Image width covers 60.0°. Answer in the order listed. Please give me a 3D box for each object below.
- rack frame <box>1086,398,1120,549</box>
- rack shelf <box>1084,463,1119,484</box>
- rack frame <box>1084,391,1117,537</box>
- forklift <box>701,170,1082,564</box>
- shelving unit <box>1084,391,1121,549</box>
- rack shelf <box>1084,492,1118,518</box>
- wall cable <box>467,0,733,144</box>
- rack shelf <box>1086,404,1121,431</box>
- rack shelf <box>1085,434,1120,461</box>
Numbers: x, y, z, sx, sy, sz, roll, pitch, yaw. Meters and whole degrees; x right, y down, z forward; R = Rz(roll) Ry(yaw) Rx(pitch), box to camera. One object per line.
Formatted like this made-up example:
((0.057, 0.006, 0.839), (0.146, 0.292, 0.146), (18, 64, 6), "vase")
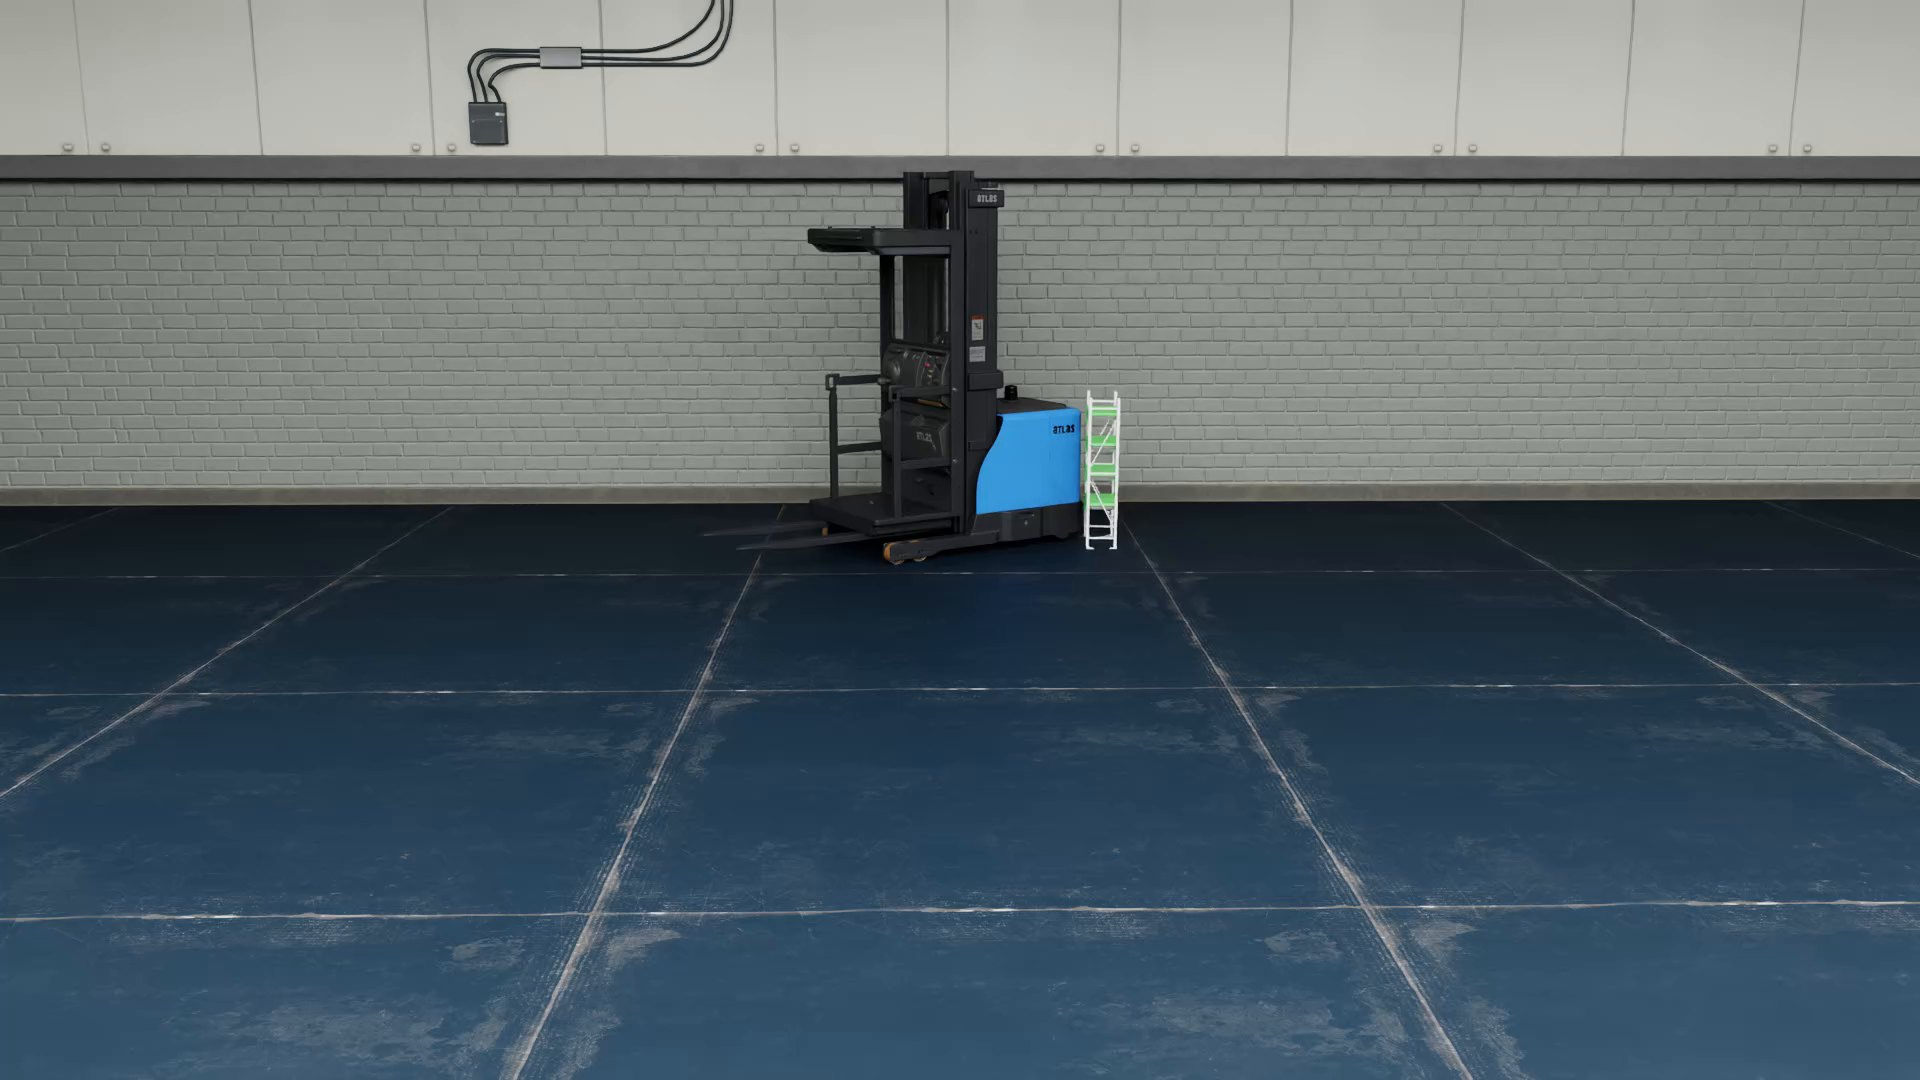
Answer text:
((1.127, -0.523, 13.112), (0.240, 1.200, 0.015), (1, 12, 2), "rack frame")
((1.136, -0.509, 13.363), (0.258, 0.148, 0.480), (1, 12, 2), "rack shelf")
((1.147, -0.620, 13.590), (0.240, 1.200, 0.015), (1, 12, 2), "rack frame")
((-0.524, -1.370, 12.938), (3.031, 2.935, 1.130), (-7, 14, -32), "forklift")
((1.137, -0.571, 13.351), (0.258, 1.200, 0.503), (1, 12, 2), "shelving unit")
((1.134, -0.273, 13.411), (0.258, 0.148, 0.480), (1, 12, 2), "rack shelf")
((-3.105, -6.400, 13.918), (2.305, 6.003, 0.169), (0, 11, -1), "wall cable")
((1.141, -0.979, 13.268), (0.258, 0.148, 0.480), (1, 12, 2), "rack shelf")
((1.139, -0.744, 13.316), (0.258, 0.148, 0.480), (1, 12, 2), "rack shelf")
